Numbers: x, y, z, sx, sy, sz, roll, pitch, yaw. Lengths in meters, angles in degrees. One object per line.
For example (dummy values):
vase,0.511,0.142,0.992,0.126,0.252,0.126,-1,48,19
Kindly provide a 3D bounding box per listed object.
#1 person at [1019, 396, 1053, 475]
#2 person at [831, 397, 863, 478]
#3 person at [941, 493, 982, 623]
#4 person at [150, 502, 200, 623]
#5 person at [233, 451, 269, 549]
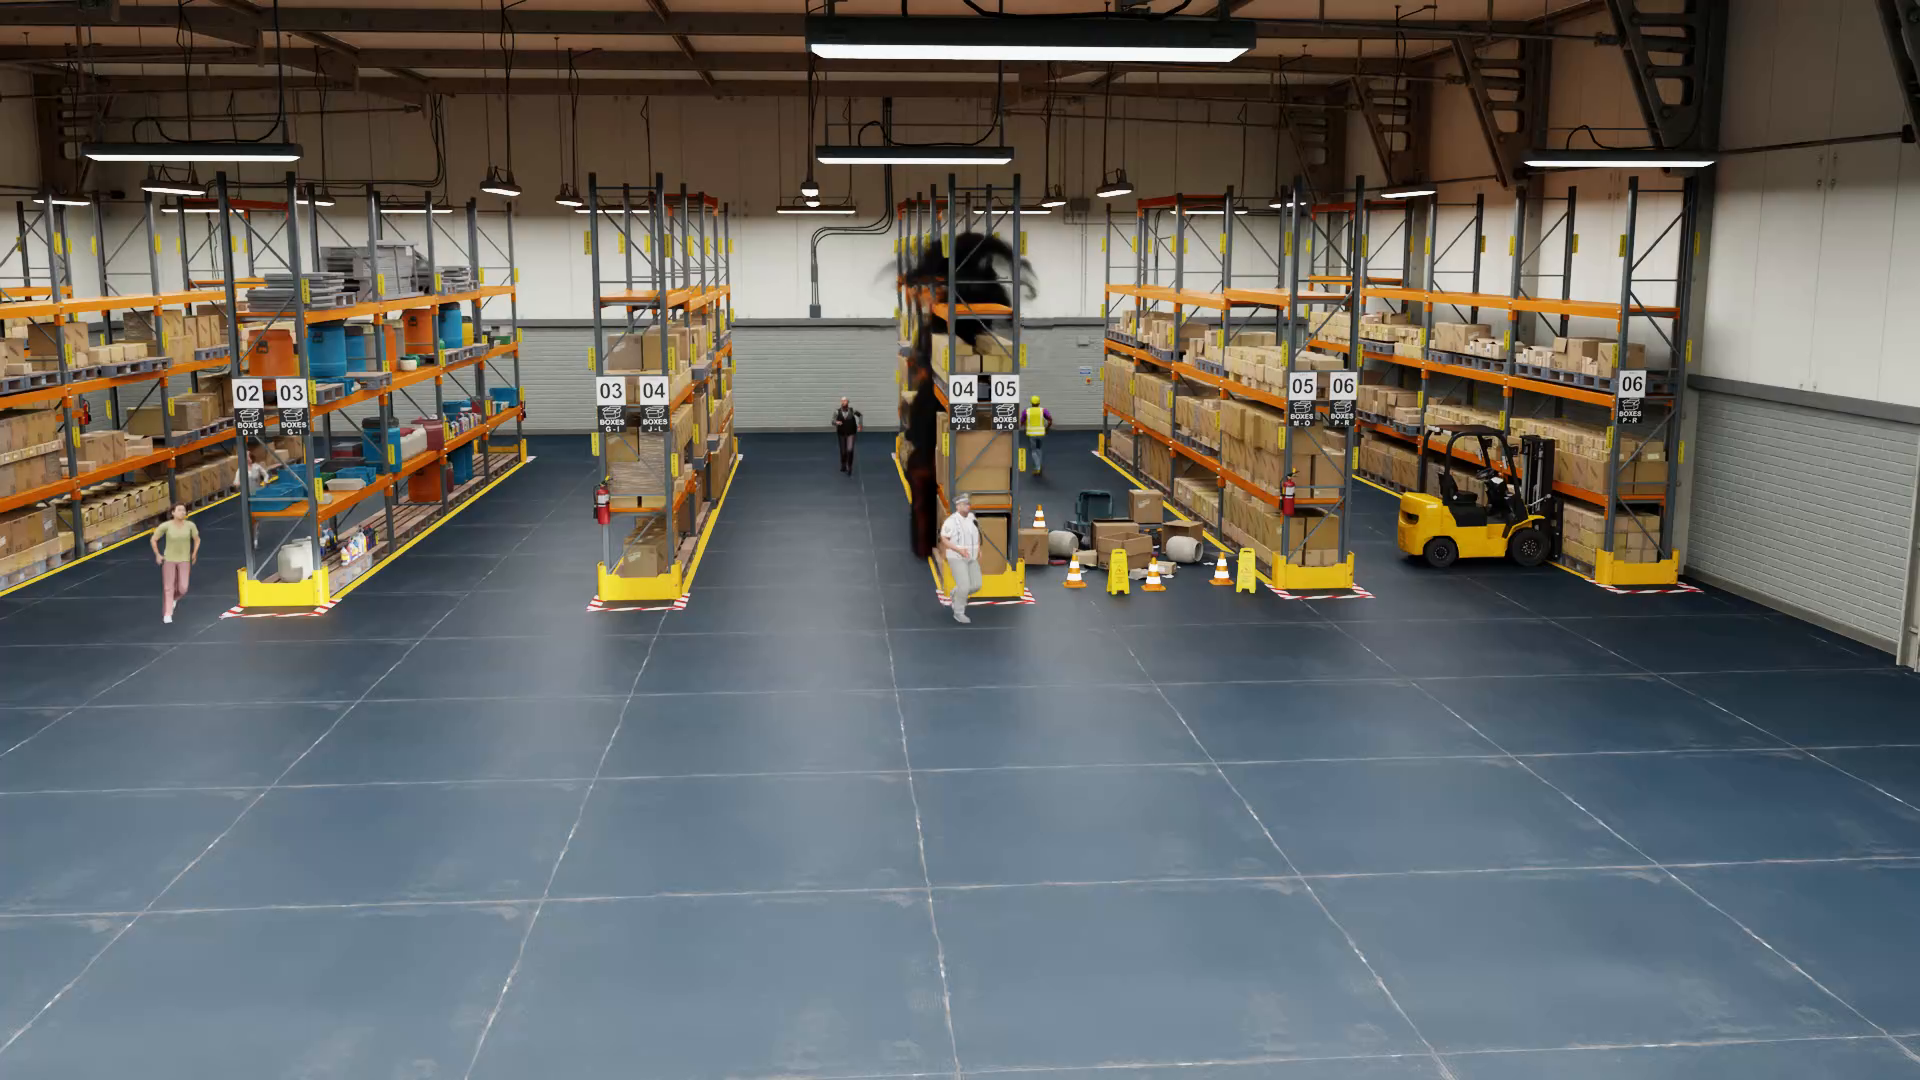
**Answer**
person,1.649,-2.249,36.495,0.677,1.820,0.778,-2,10,-11
person,-2.487,-2.275,36.659,0.663,1.771,0.901,1,10,5
person,0.051,0.230,22.475,0.609,1.762,0.720,10,14,44
person,-10.598,0.282,22.530,0.624,1.611,0.551,-6,12,-33
person,-11.947,-0.706,28.058,0.538,1.605,0.877,-3,10,-15
